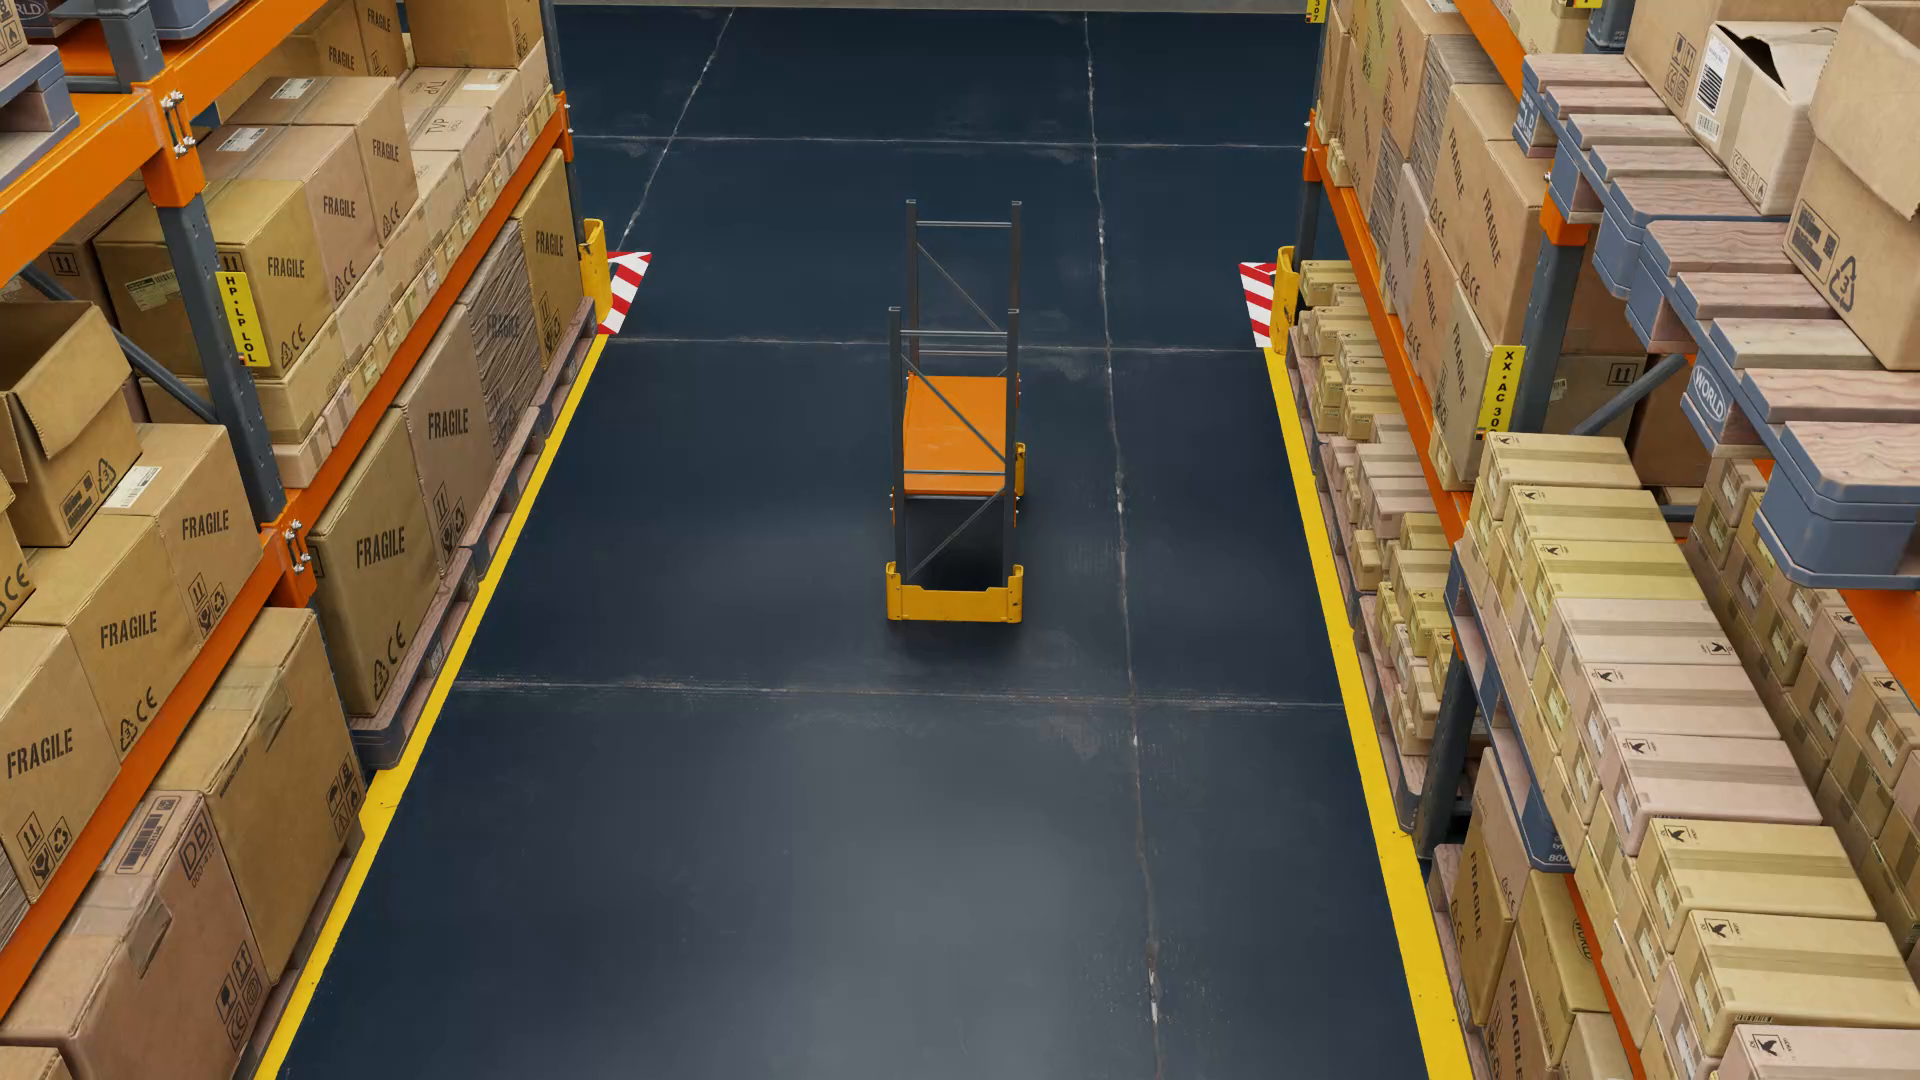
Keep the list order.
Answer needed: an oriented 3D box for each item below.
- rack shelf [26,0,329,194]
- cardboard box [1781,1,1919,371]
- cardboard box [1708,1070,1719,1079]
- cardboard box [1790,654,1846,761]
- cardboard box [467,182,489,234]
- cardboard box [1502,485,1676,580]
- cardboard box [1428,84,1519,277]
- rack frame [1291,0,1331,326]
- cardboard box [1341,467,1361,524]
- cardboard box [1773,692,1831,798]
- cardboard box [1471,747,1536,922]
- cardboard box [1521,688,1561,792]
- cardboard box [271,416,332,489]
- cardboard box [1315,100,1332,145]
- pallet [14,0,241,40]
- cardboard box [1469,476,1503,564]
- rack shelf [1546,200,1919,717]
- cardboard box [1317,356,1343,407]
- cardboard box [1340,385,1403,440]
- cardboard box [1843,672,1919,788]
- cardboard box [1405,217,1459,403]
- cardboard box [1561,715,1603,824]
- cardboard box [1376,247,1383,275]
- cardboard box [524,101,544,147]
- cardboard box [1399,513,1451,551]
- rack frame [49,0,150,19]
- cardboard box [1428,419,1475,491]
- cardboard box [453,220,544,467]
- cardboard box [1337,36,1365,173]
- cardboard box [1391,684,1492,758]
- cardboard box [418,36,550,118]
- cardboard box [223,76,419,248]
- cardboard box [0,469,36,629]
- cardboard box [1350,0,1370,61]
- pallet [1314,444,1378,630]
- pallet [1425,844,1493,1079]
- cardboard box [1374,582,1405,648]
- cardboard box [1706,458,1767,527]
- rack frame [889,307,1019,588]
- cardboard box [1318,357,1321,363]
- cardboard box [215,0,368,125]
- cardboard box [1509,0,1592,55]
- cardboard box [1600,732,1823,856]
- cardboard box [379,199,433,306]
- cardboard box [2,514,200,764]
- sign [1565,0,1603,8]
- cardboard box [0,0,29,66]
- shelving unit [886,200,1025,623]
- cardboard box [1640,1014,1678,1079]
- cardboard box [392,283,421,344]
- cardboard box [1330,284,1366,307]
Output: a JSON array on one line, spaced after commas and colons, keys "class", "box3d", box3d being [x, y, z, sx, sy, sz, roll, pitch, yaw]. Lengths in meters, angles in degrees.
[{"class": "rack shelf", "box3d": [-2.697, -2.333, 6.477, 1.077, 0.370, 4.000, 1, 35, 2]}, {"class": "cardboard box", "box3d": [1.981, -0.635, 2.981, 0.797, 0.503, 0.637, 1, 35, 1]}, {"class": "cardboard box", "box3d": [1.618, 1.144, 3.109, 0.380, 0.149, 0.250, 1, 35, 2]}, {"class": "cardboard box", "box3d": [2.327, 0.415, 4.145, 0.380, 0.149, 0.250, 0, 35, 0]}, {"class": "cardboard box", "box3d": [-2.352, -1.498, 7.491, 0.380, 0.149, 0.250, 1, 35, 2]}, {"class": "cardboard box", "box3d": [1.694, -0.014, 4.498, 0.380, 0.149, 0.250, 2, 35, 3]}, {"class": "cardboard box", "box3d": [1.938, -1.223, 5.667, 0.500, 0.500, 0.500, 0, 35, 0]}, {"class": "rack frame", "box3d": [2.335, -2.376, 8.522, 1.000, 3.000, 0.127, 1, 35, 2]}, {"class": "cardboard box", "box3d": [1.945, -0.199, 7.539, 0.380, 0.149, 0.250, 1, 35, 2]}, {"class": "cardboard box", "box3d": [2.324, 0.522, 4.252, 0.380, 0.149, 0.250, 0, 35, -1]}, {"class": "cardboard box", "box3d": [1.881, 0.884, 5.039, 0.500, 0.250, 0.500, 0, 35, 0]}, {"class": "cardboard box", "box3d": [1.668, 0.516, 4.261, 0.380, 0.149, 0.250, 2, 35, 2]}, {"class": "cardboard box", "box3d": [-2.433, -0.310, 5.801, 0.380, 0.149, 0.250, 1, 35, 2]}, {"class": "cardboard box", "box3d": [1.994, -2.095, 8.341, 0.380, 0.149, 0.250, 1, 35, 2]}, {"class": "pallet", "box3d": [-2.734, -1.911, 5.330, 1.003, 0.211, 1.213, 1, 35, 2]}, {"class": "cardboard box", "box3d": [1.699, -0.053, 4.811, 0.380, 0.149, 0.250, 2, 35, 3]}, {"class": "rack shelf", "box3d": [2.094, 0.138, 2.962, 1.077, 0.370, 4.000, 1, 35, 2]}, {"class": "cardboard box", "box3d": [1.950, -0.765, 8.085, 0.380, 0.149, 0.250, 2, 35, 3]}, {"class": "cardboard box", "box3d": [1.941, -0.575, 7.557, 0.380, 0.149, 0.250, 2, 35, 3]}, {"class": "cardboard box", "box3d": [2.307, 0.439, 3.852, 0.380, 0.149, 0.250, 0, 35, 0]}, {"class": "cardboard box", "box3d": [1.933, -0.823, 5.967, 0.500, 0.500, 0.500, 0, 35, 1]}, {"class": "cardboard box", "box3d": [1.662, 0.549, 3.955, 0.380, 0.149, 0.250, 3, 35, 4]}, {"class": "cardboard box", "box3d": [1.983, -1.197, 7.064, 0.380, 0.149, 0.250, 3, 35, 4]}, {"class": "cardboard box", "box3d": [-2.311, -2.084, 8.326, 0.380, 0.149, 0.250, 2, 35, 2]}, {"class": "cardboard box", "box3d": [1.990, 0.024, 6.703, 0.380, 0.149, 0.250, 2, 35, 3]}, {"class": "rack frame", "box3d": [-2.778, -2.705, 3.773, 1.000, 3.000, 0.127, 1, 35, 2]}, {"class": "cardboard box", "box3d": [1.853, -0.295, 5.780, 0.380, 0.149, 0.250, 0, 35, 1]}, {"class": "cardboard box", "box3d": [-2.599, -0.959, 7.988, 0.875, 0.875, 0.875, 1, 35, 2]}, {"class": "cardboard box", "box3d": [2.045, -1.979, 7.612, 0.500, 0.500, 0.500, 1, 35, 2]}, {"class": "cardboard box", "box3d": [1.850, 0.683, 6.283, 0.380, 0.149, 0.250, 2, 35, 2]}, {"class": "cardboard box", "box3d": [-2.371, -2.325, 8.321, 0.500, 0.250, 0.500, 1, 35, 1]}, {"class": "cardboard box", "box3d": [-2.459, -1.469, 6.451, 0.500, 0.500, 0.500, 0, 35, 0]}, {"class": "cardboard box", "box3d": [-2.834, 0.059, 4.098, 0.797, 0.503, 0.637, 2, 35, 2]}, {"class": "cardboard box", "box3d": [2.038, -2.406, 7.350, 0.500, 0.500, 0.500, 2, 35, 3]}, {"class": "pallet", "box3d": [2.212, -0.027, 7.604, 1.003, 0.211, 1.213, 1, 35, 2]}, {"class": "pallet", "box3d": [2.144, 1.510, 5.418, 1.003, 0.211, 1.213, 1, 35, 2]}, {"class": "cardboard box", "box3d": [1.861, 0.296, 6.575, 0.380, 0.149, 0.250, 0, 35, 0]}, {"class": "cardboard box", "box3d": [2.353, -0.155, 4.698, 0.380, 0.149, 0.250, 3, 35, 4]}, {"class": "rack frame", "box3d": [-0.024, -0.273, 6.833, 0.500, 1.500, 0.032, 1, 35, 2]}, {"class": "cardboard box", "box3d": [2.065, -0.936, 8.587, 0.380, 0.149, 0.250, 1, 35, 2]}, {"class": "cardboard box", "box3d": [-2.941, -2.061, 7.294, 0.500, 0.500, 0.500, 0, 35, 1]}, {"class": "cardboard box", "box3d": [1.924, -1.532, 4.843, 0.500, 0.250, 0.500, 2, 35, 3]}, {"class": "cardboard box", "box3d": [1.648, 0.568, 3.669, 0.380, 0.149, 0.250, 3, 35, 4]}, {"class": "cardboard box", "box3d": [-2.457, -1.158, 6.661, 0.500, 0.250, 0.500, 2, 35, 3]}, {"class": "cardboard box", "box3d": [-2.550, 0.268, 4.674, 0.500, 0.500, 0.500, 2, 35, 3]}, {"class": "sign", "box3d": [1.632, -1.525, 4.253, 0.100, 0.325, 0.005, 1, 35, 2]}, {"class": "cardboard box", "box3d": [-2.791, -1.357, 4.012, 0.700, 0.500, 0.500, 2, 35, 3]}, {"class": "shelving unit", "box3d": [-0.003, -0.570, 7.256, 0.587, 1.500, 1.083, 1, 35, 2]}, {"class": "cardboard box", "box3d": [1.631, 1.120, 3.401, 0.380, 0.149, 0.250, 2, 35, 3]}, {"class": "cardboard box", "box3d": [-2.394, -0.911, 6.655, 0.380, 0.149, 0.250, 1, 35, 1]}, {"class": "cardboard box", "box3d": [2.083, -1.171, 8.404, 0.380, 0.149, 0.250, 2, 35, 3]}]
